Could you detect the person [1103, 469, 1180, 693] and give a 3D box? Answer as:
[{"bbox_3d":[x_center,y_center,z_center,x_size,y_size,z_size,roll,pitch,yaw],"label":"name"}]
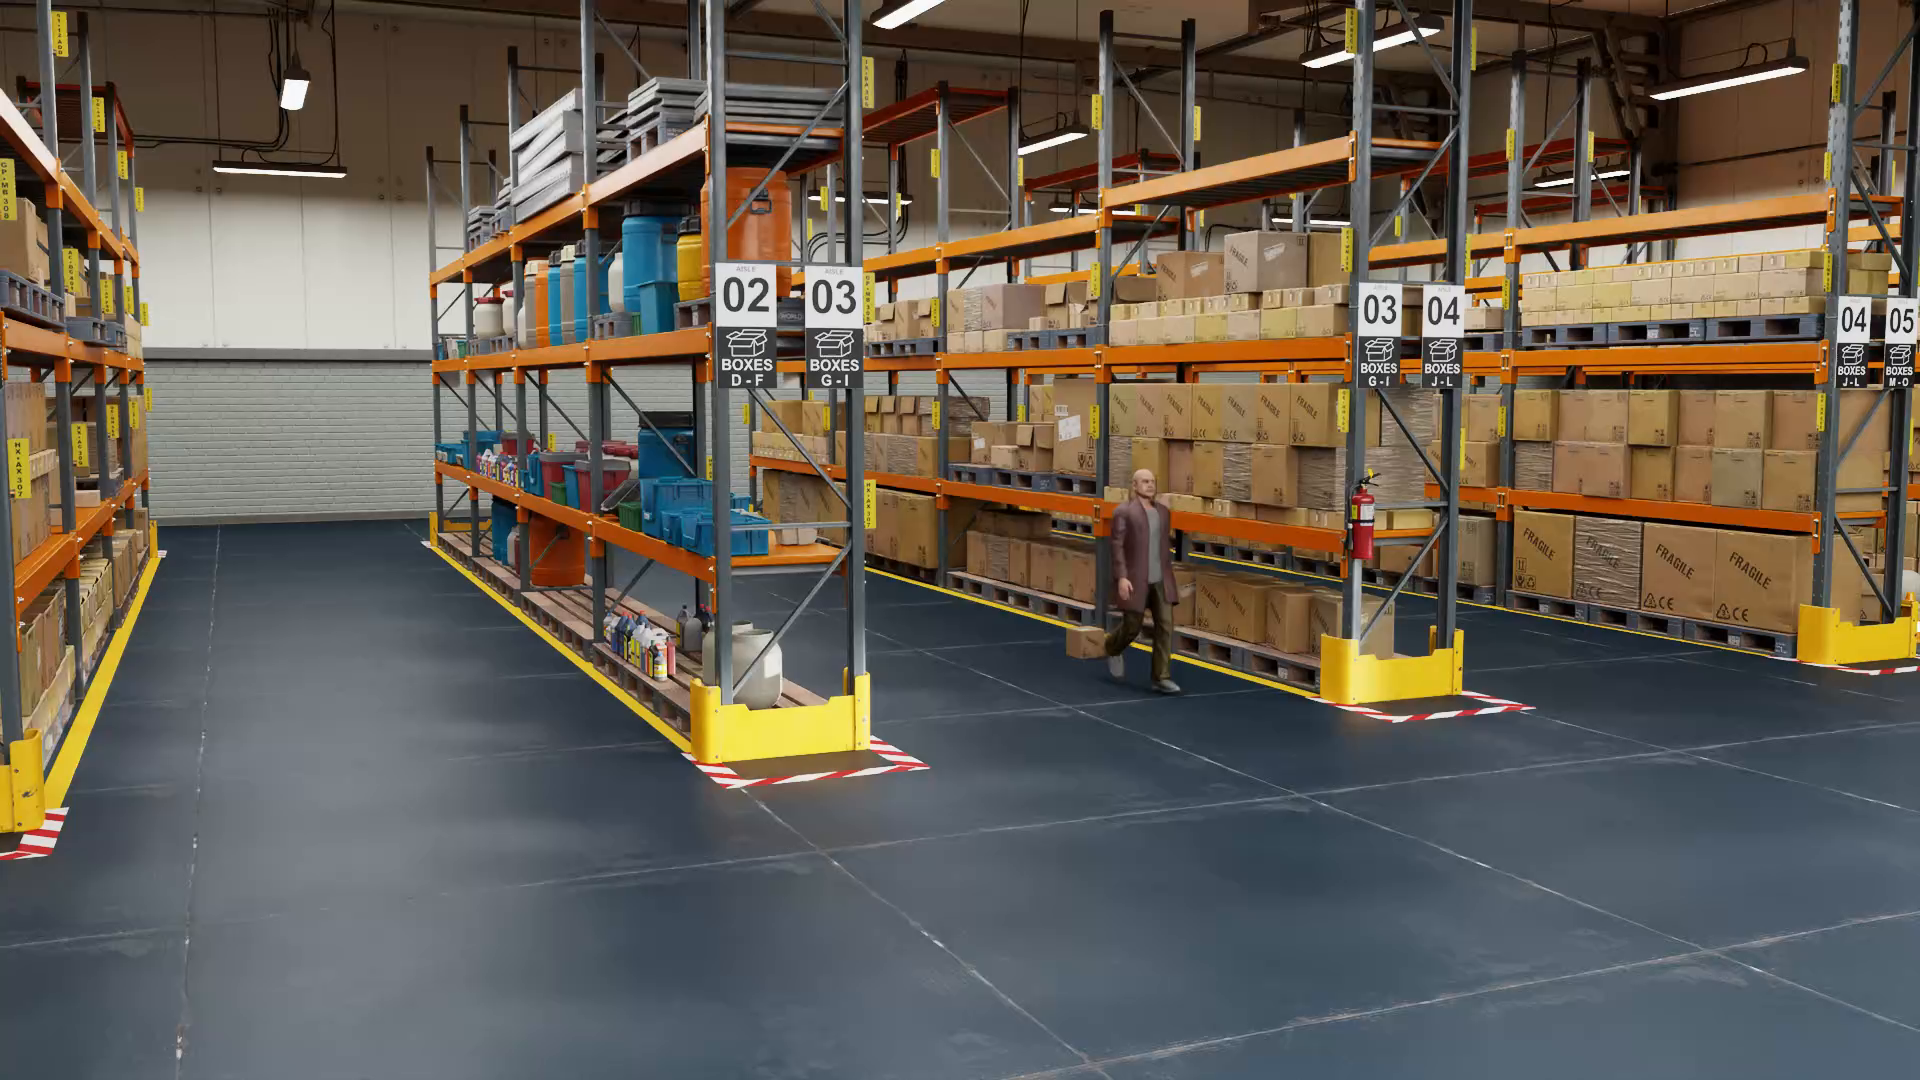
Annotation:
[{"bbox_3d":[1.449,0.306,13.295,0.574,1.748,0.932,-2,6,-21],"label":"person"}]
